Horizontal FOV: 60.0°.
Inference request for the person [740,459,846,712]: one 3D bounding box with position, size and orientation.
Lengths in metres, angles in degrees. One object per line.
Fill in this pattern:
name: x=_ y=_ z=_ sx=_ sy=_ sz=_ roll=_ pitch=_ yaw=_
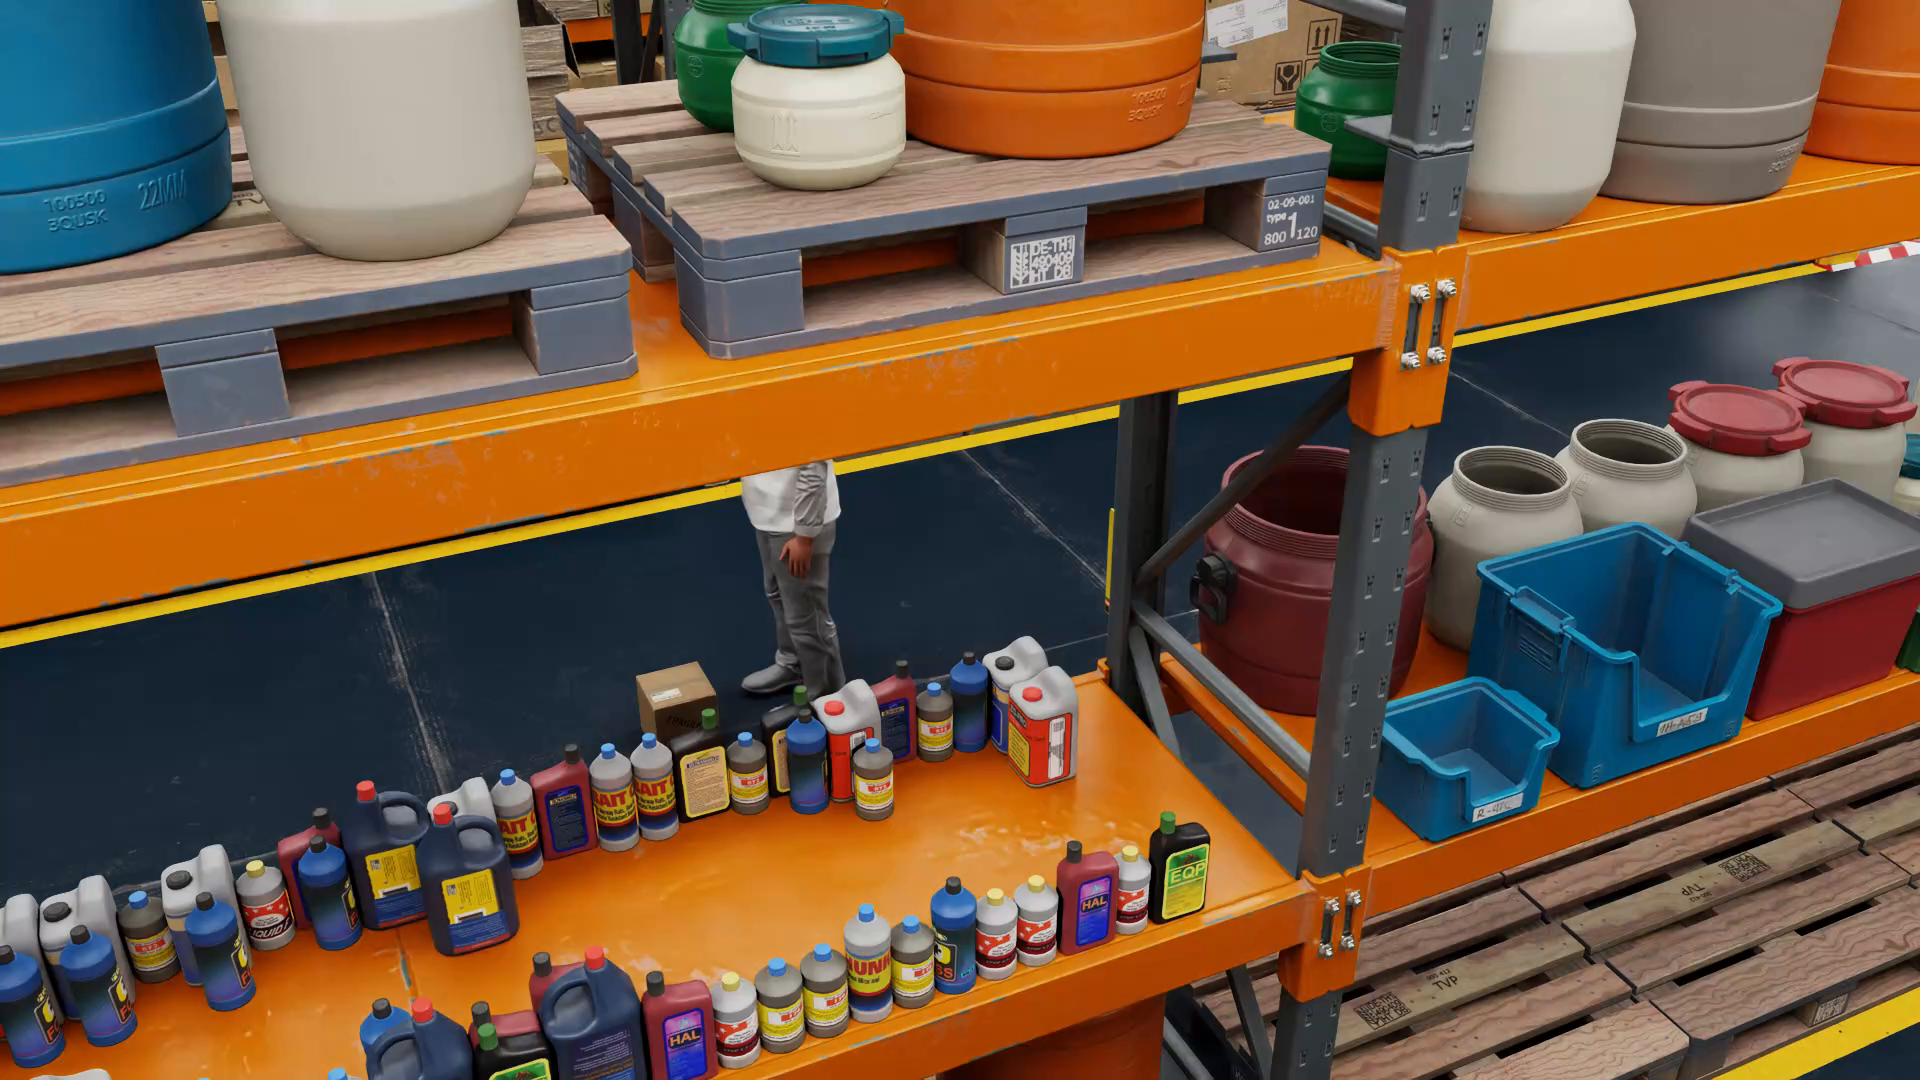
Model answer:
person: x=-0.658 y=-0.112 z=6.274 sx=0.392 sy=1.776 sz=0.567 roll=-9 pitch=30 yaw=-15
